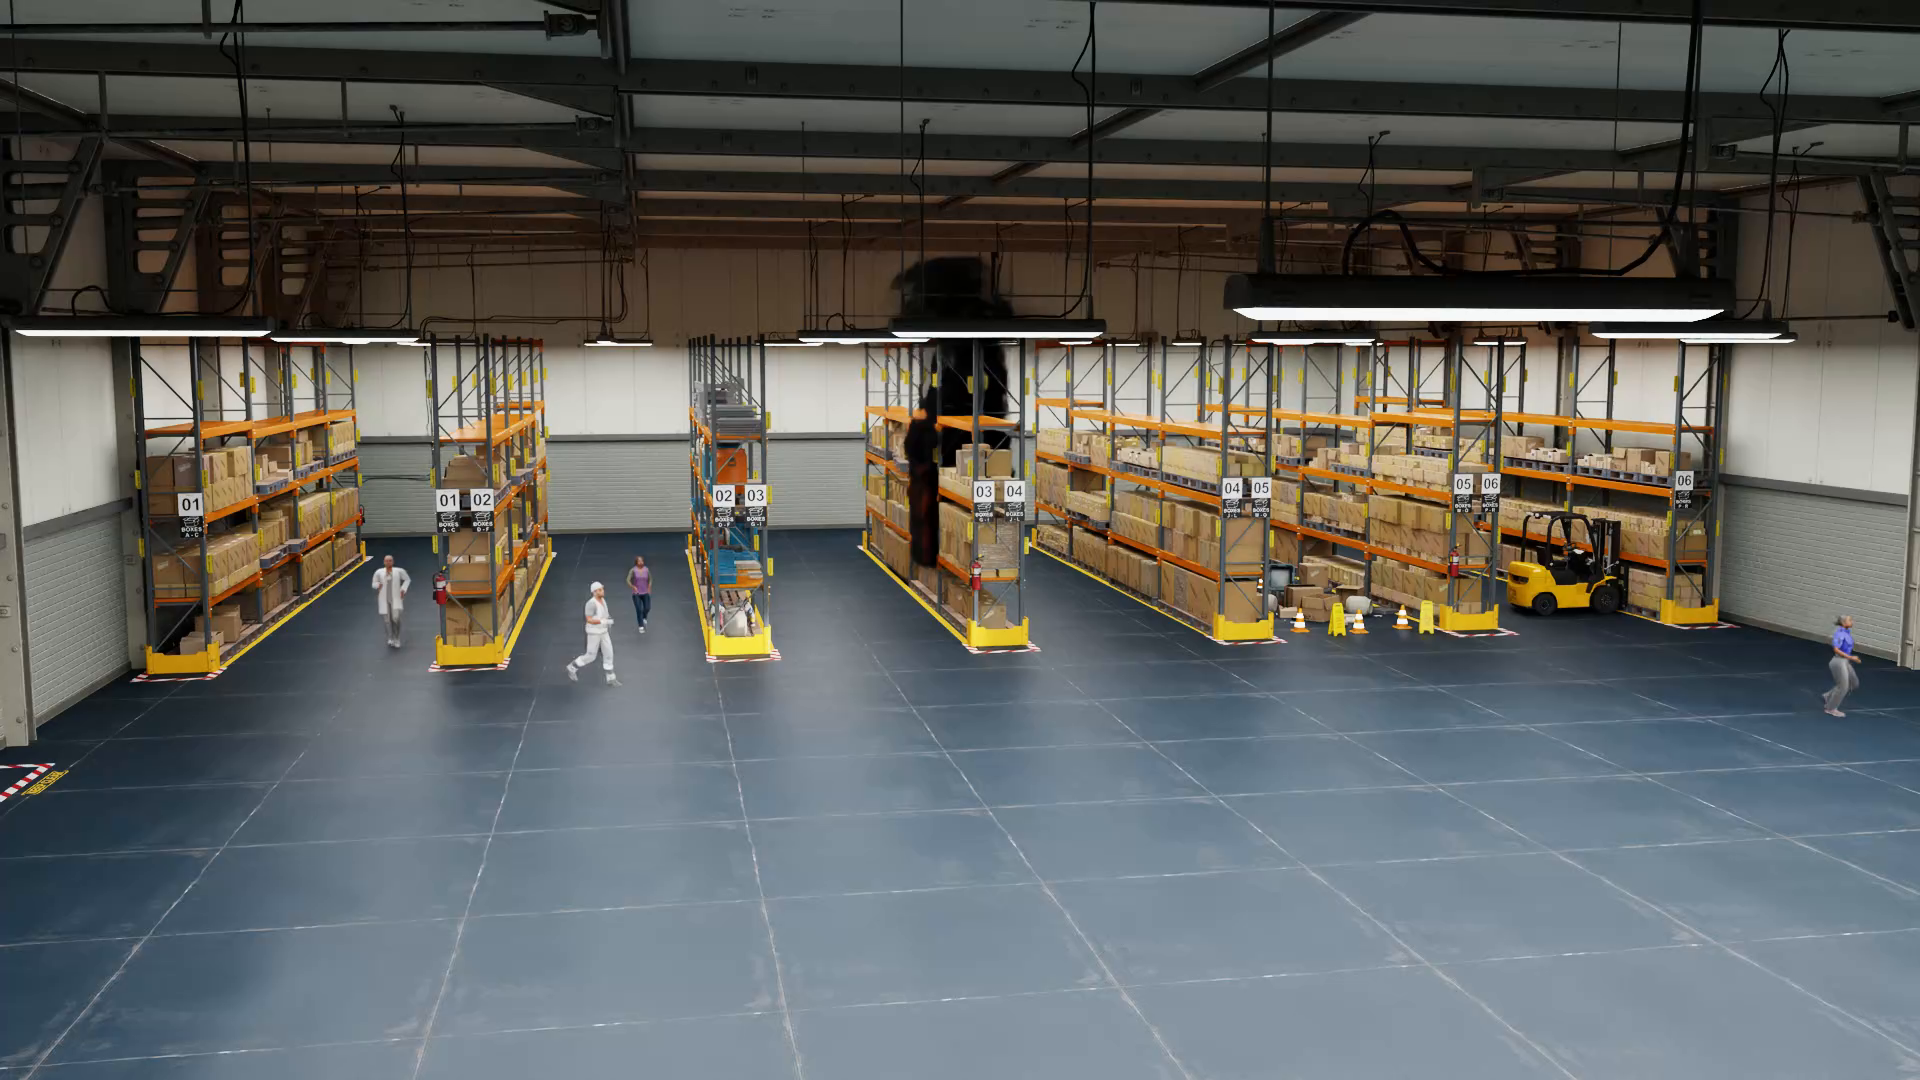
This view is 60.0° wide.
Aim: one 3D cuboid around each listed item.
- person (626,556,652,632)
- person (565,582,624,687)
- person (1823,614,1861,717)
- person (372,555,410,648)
[{"bbox_3d":[-6.478,1.096,33.678,0.543,1.567,0.530,-3,7,-21],"label":"person"},{"bbox_3d":[-6.210,1.599,28.274,0.993,1.790,0.670,2,7,16],"label":"person"},{"bbox_3d":[13.782,1.958,25.961,0.541,1.610,0.582,5,8,38],"label":"person"},{"bbox_3d":[-10.939,1.240,31.959,0.687,1.721,0.734,-1,7,-11],"label":"person"}]
